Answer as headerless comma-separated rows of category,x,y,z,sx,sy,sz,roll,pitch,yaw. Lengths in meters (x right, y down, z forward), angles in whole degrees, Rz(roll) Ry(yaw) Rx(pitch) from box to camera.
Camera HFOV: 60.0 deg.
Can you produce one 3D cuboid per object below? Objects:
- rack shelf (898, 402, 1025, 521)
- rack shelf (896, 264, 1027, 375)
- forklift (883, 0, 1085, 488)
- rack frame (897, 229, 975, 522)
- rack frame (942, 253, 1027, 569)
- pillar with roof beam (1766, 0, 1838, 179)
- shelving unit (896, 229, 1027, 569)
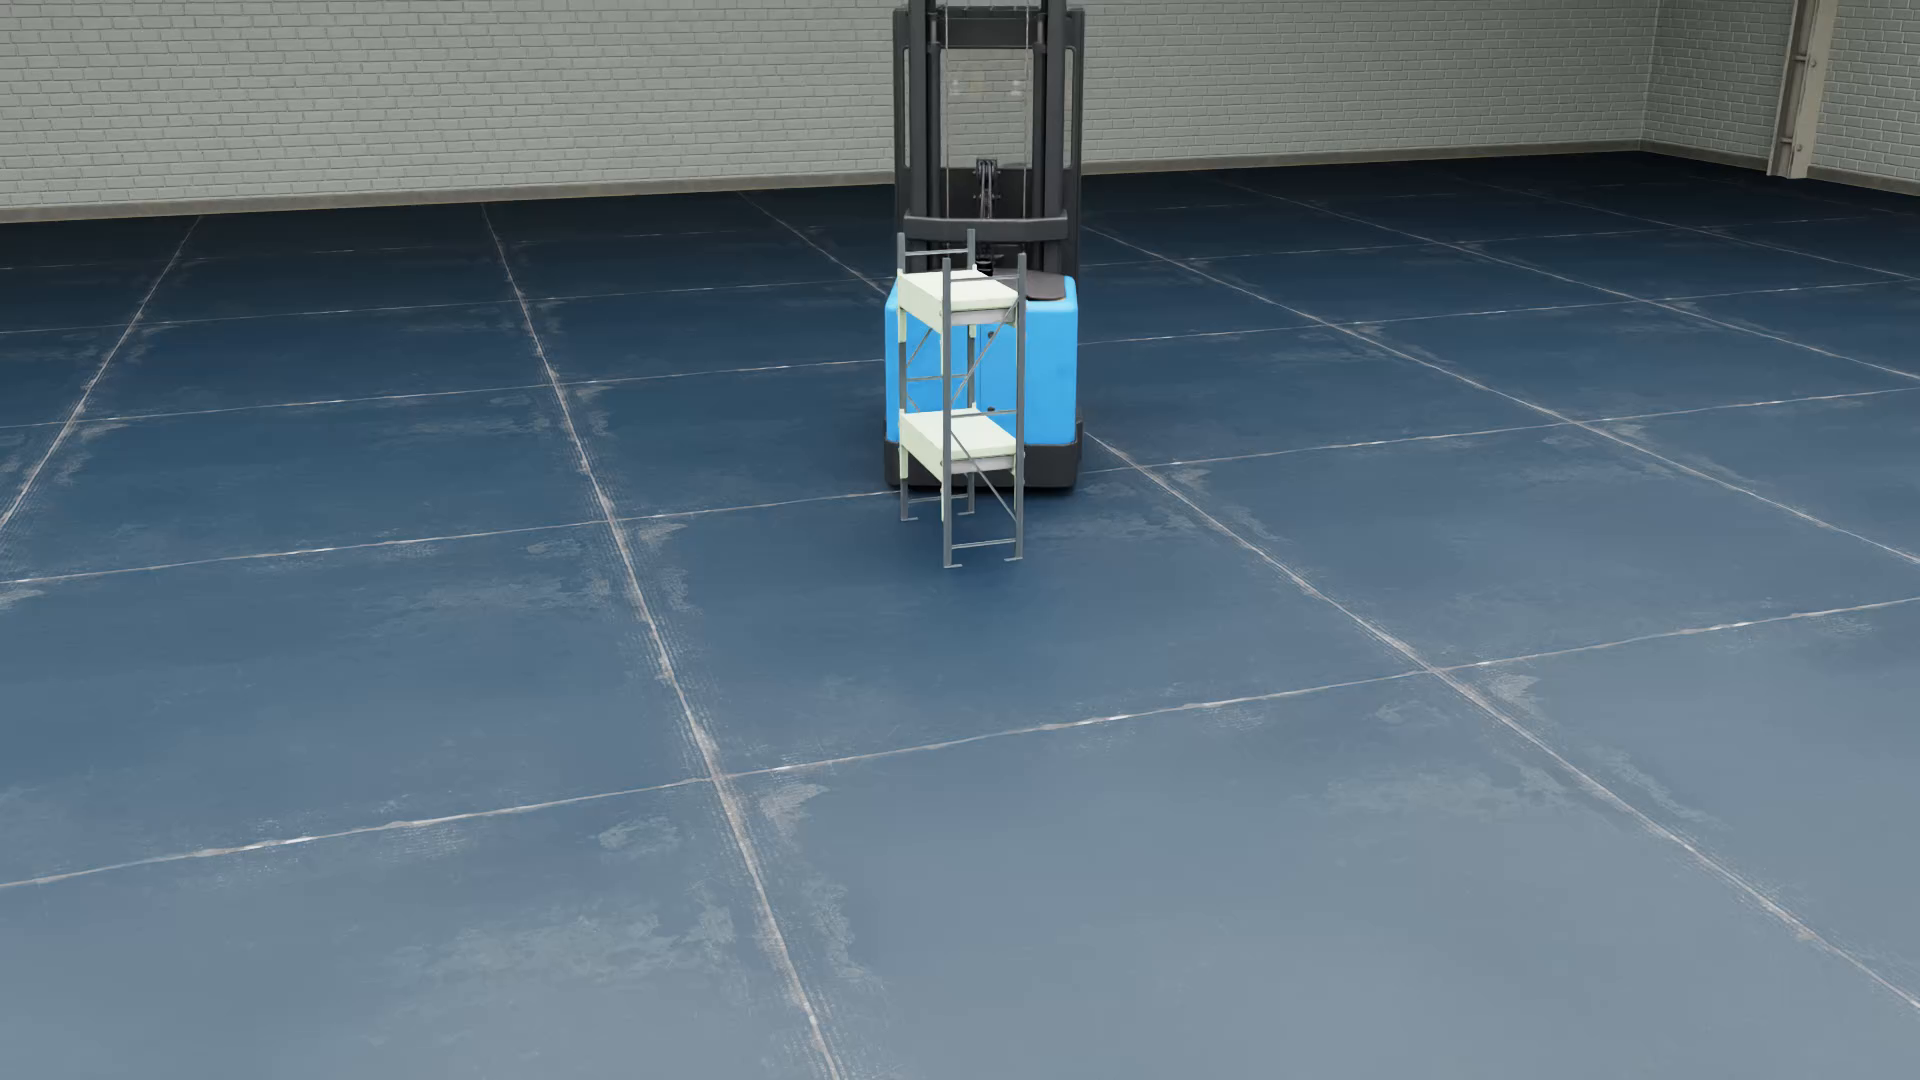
rack shelf,-0.002,-0.401,8.279,0.431,0.370,0.720,-6,21,-17
rack shelf,-0.002,-1.075,8.037,0.431,0.370,0.720,-6,21,-17
forklift,0.173,-2.111,9.959,1.130,2.935,3.031,1,20,2
rack frame,-0.117,-0.825,8.496,0.400,1.500,0.023,-6,21,-17
rack frame,0.113,-0.591,7.842,0.400,1.500,0.023,-6,21,-17
pillar with roof beam,6.618,-8.486,18.730,9.100,9.000,0.400,-6,21,-17
shelving unit,-0.002,-0.708,8.169,0.431,1.500,0.755,-6,21,-17
